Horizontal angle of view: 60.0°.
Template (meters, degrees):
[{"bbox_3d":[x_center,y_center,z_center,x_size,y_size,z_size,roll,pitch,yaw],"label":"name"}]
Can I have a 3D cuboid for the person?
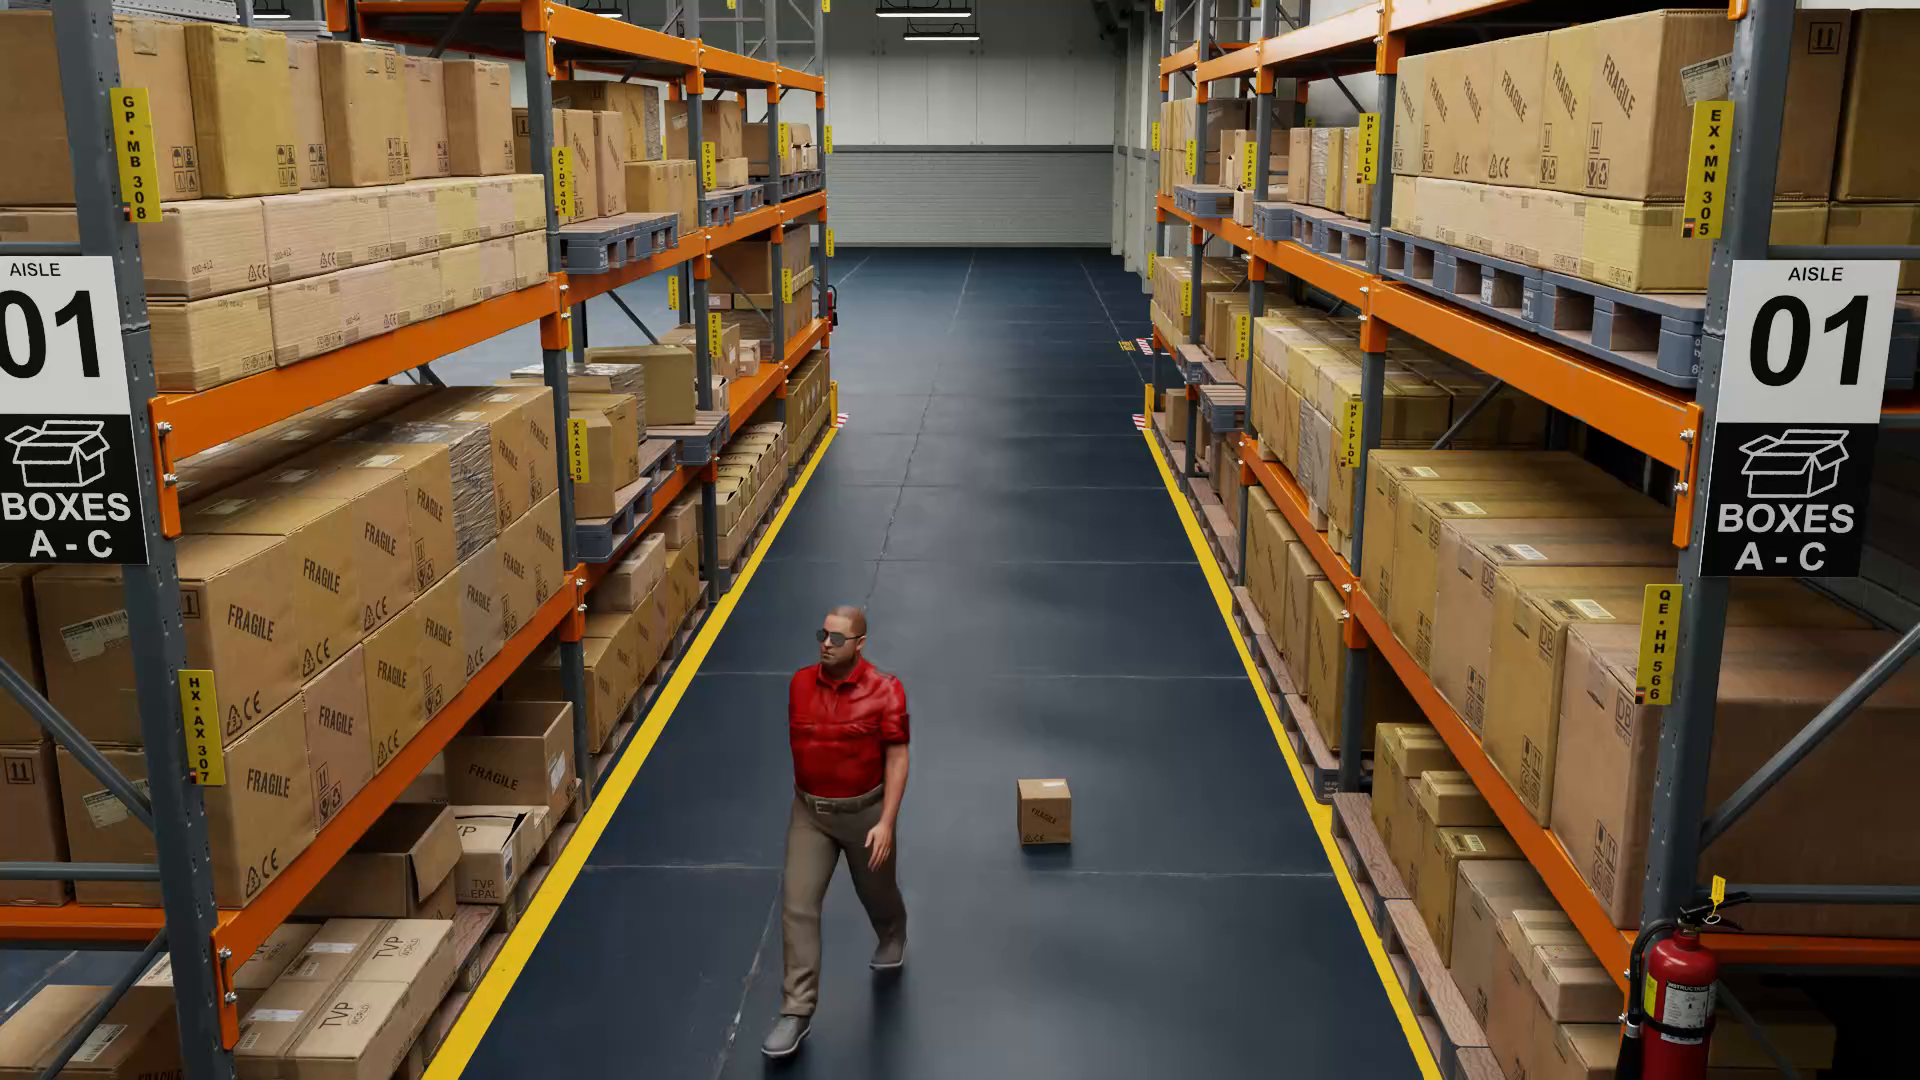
[{"bbox_3d":[-0.463,1.093,6.581,0.537,1.670,1.034,4,14,14],"label":"person"}]
